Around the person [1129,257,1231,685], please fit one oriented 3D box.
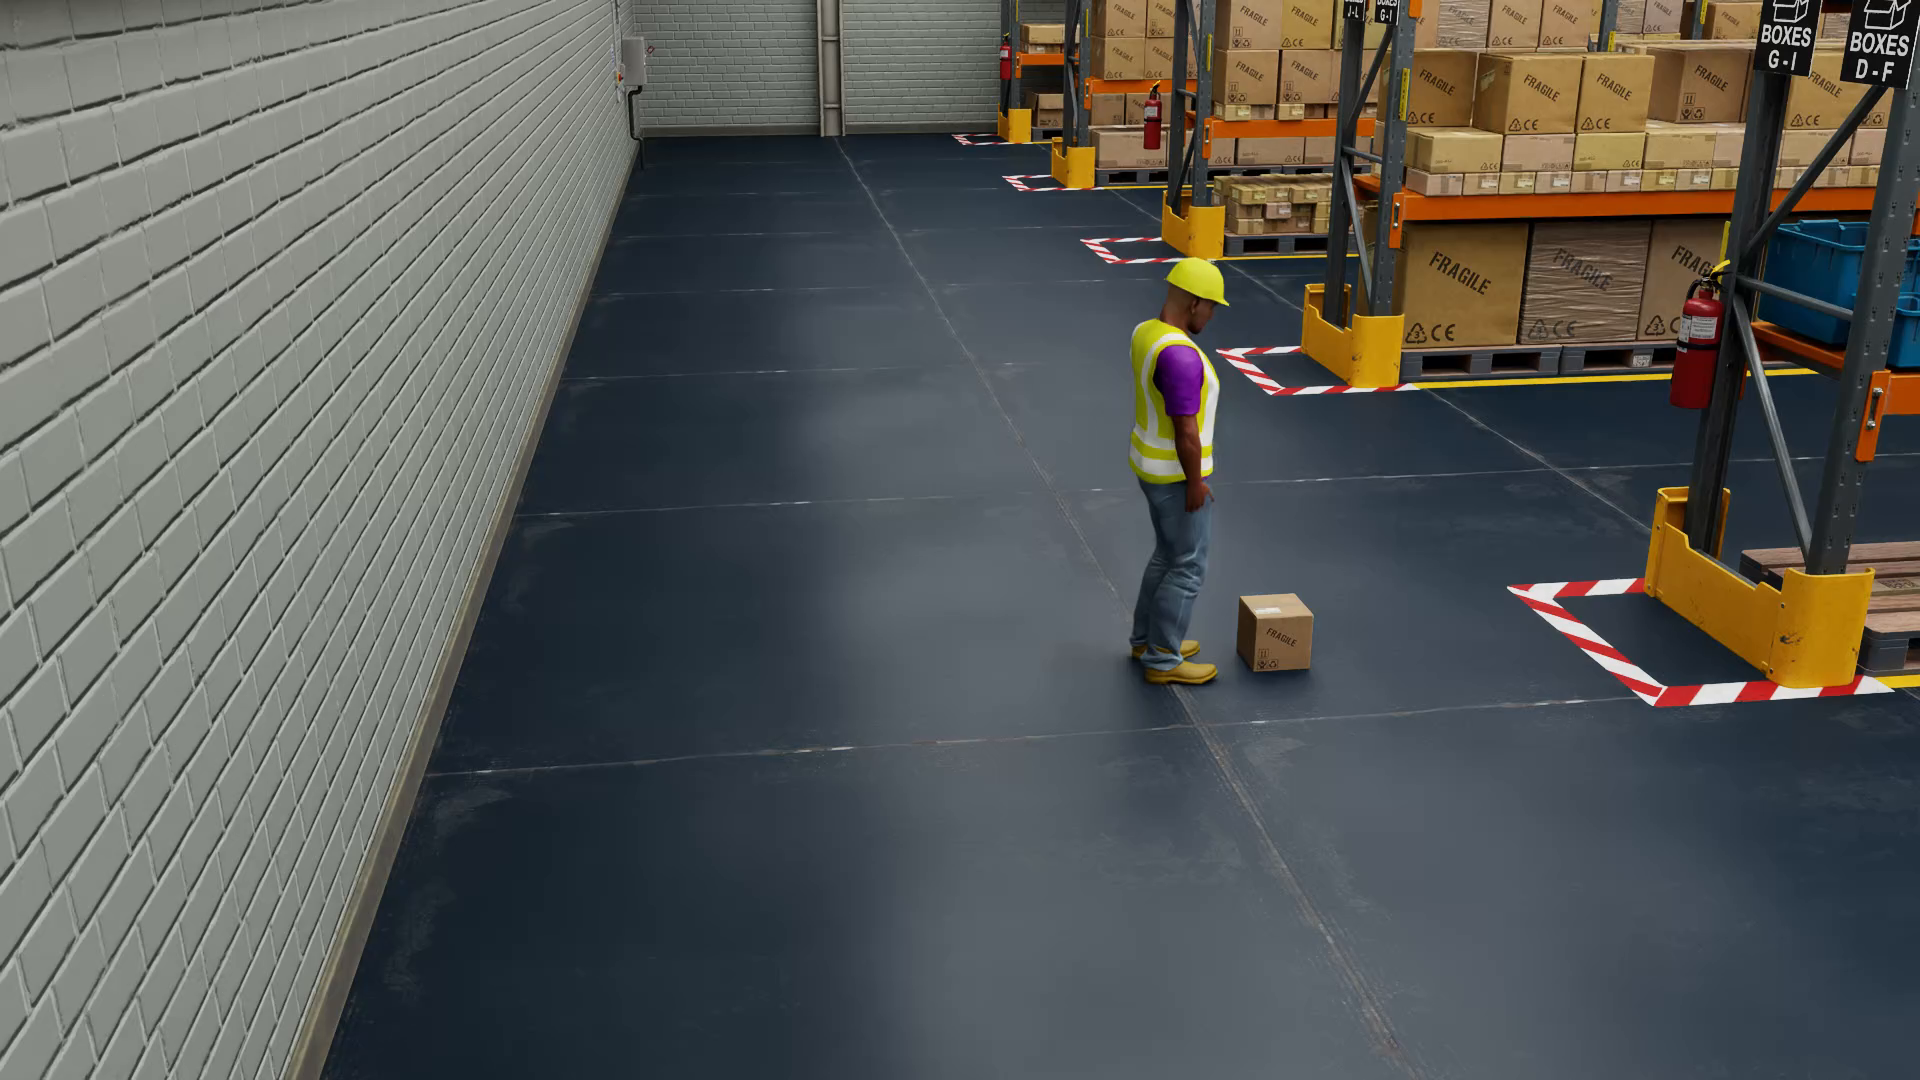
[{"bbox_3d":[0.891,-0.286,6.855,0.384,1.754,0.573,-2,20,-7],"label":"person"}]
